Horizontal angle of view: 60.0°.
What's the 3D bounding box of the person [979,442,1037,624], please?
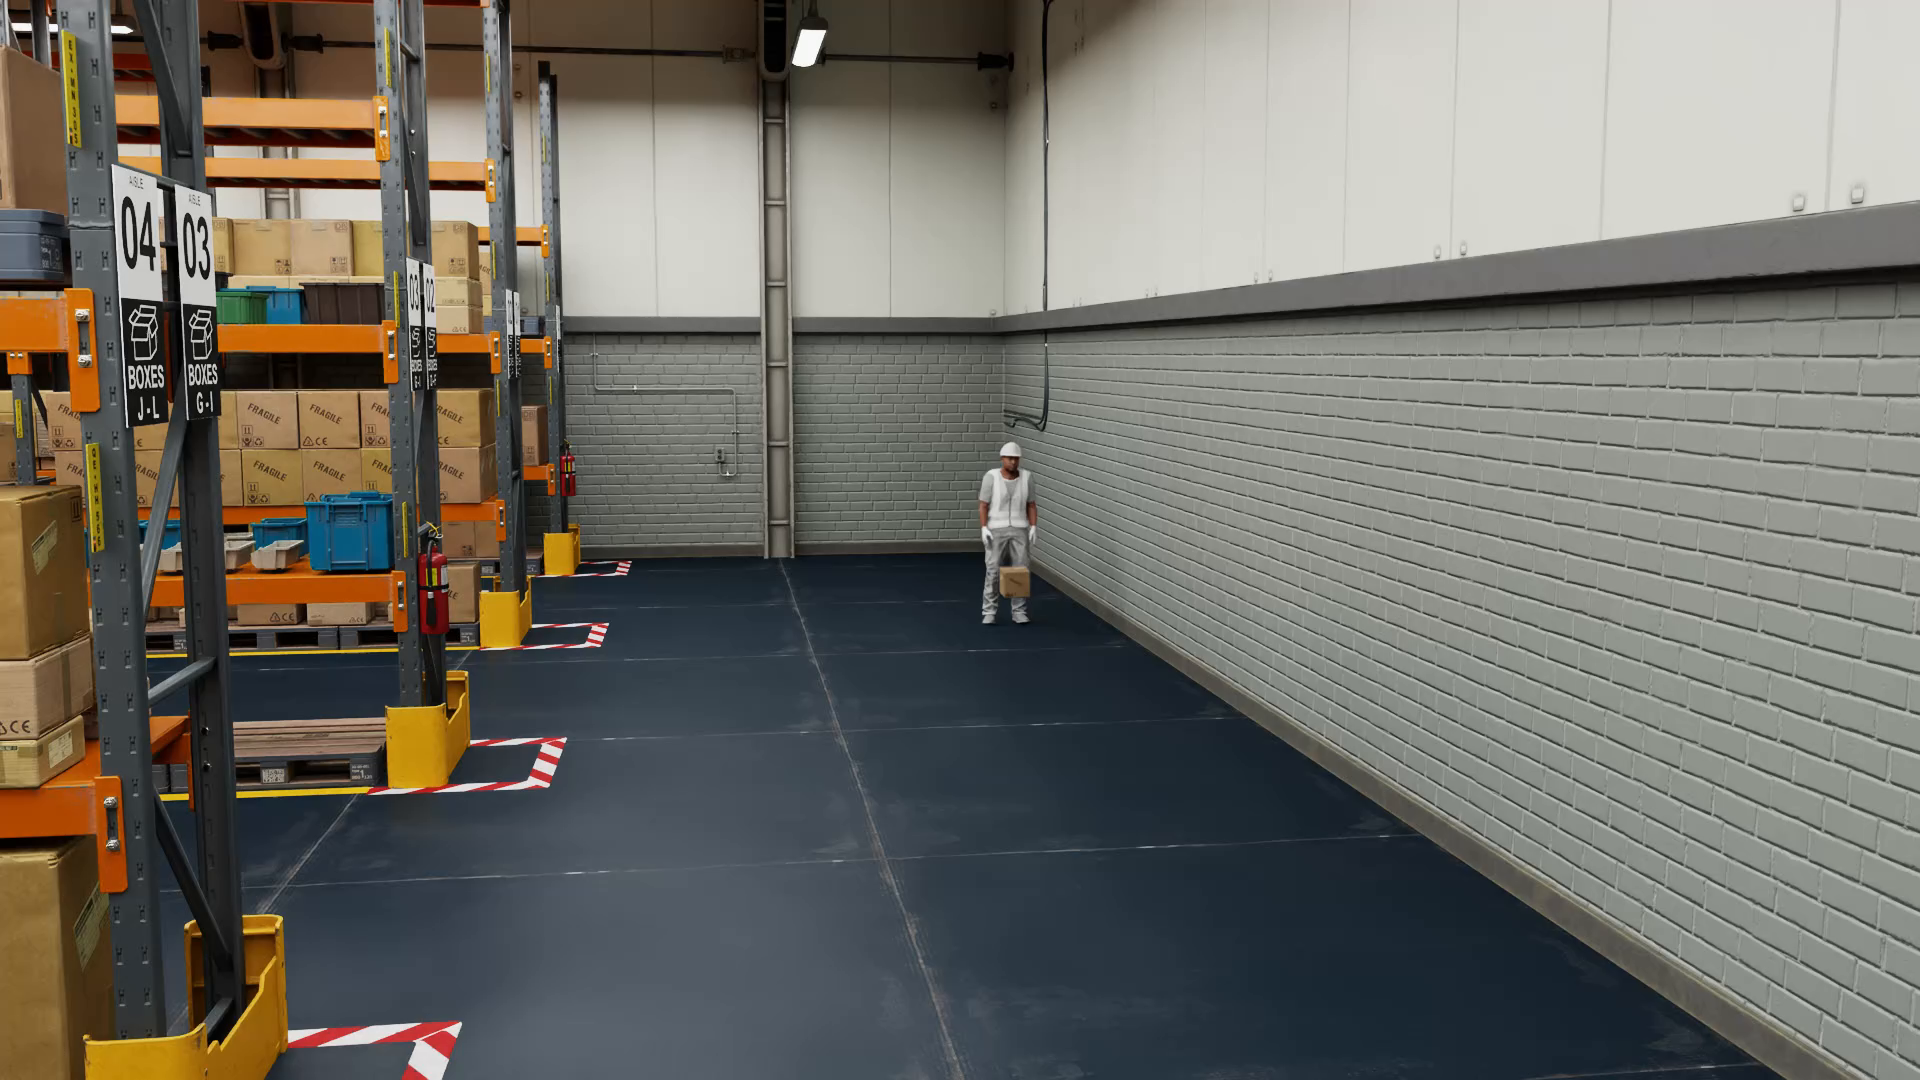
[{"bbox_3d":[0.473,-0.072,16.281,0.581,1.779,0.422,-1,7,-10],"label":"person"}]
